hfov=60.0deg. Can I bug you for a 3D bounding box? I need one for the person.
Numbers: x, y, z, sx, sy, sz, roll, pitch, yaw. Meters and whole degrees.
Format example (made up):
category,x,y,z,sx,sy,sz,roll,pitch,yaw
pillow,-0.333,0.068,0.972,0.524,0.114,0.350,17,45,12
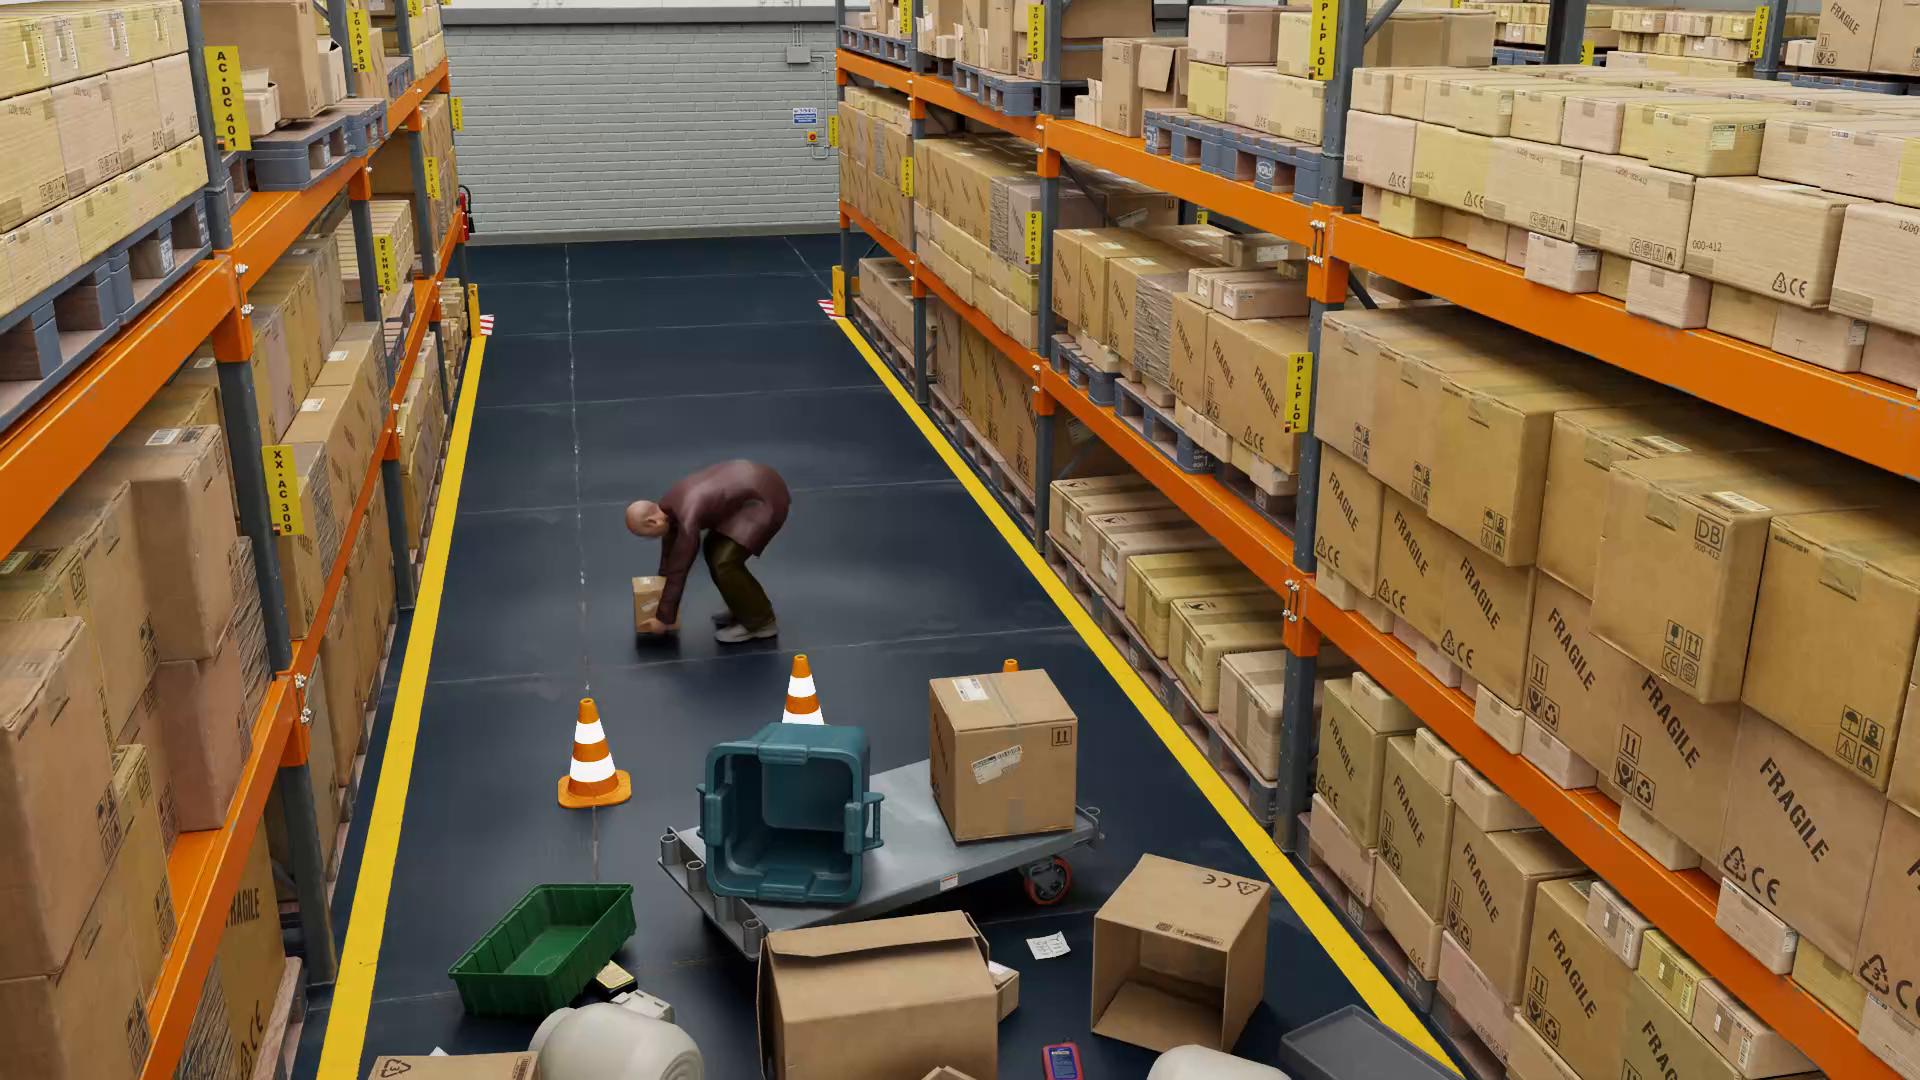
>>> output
category,x,y,z,sx,sy,sz,roll,pitch,yaw
person,-1.431,0.059,9.556,0.943,1.024,0.588,-5,20,-15
